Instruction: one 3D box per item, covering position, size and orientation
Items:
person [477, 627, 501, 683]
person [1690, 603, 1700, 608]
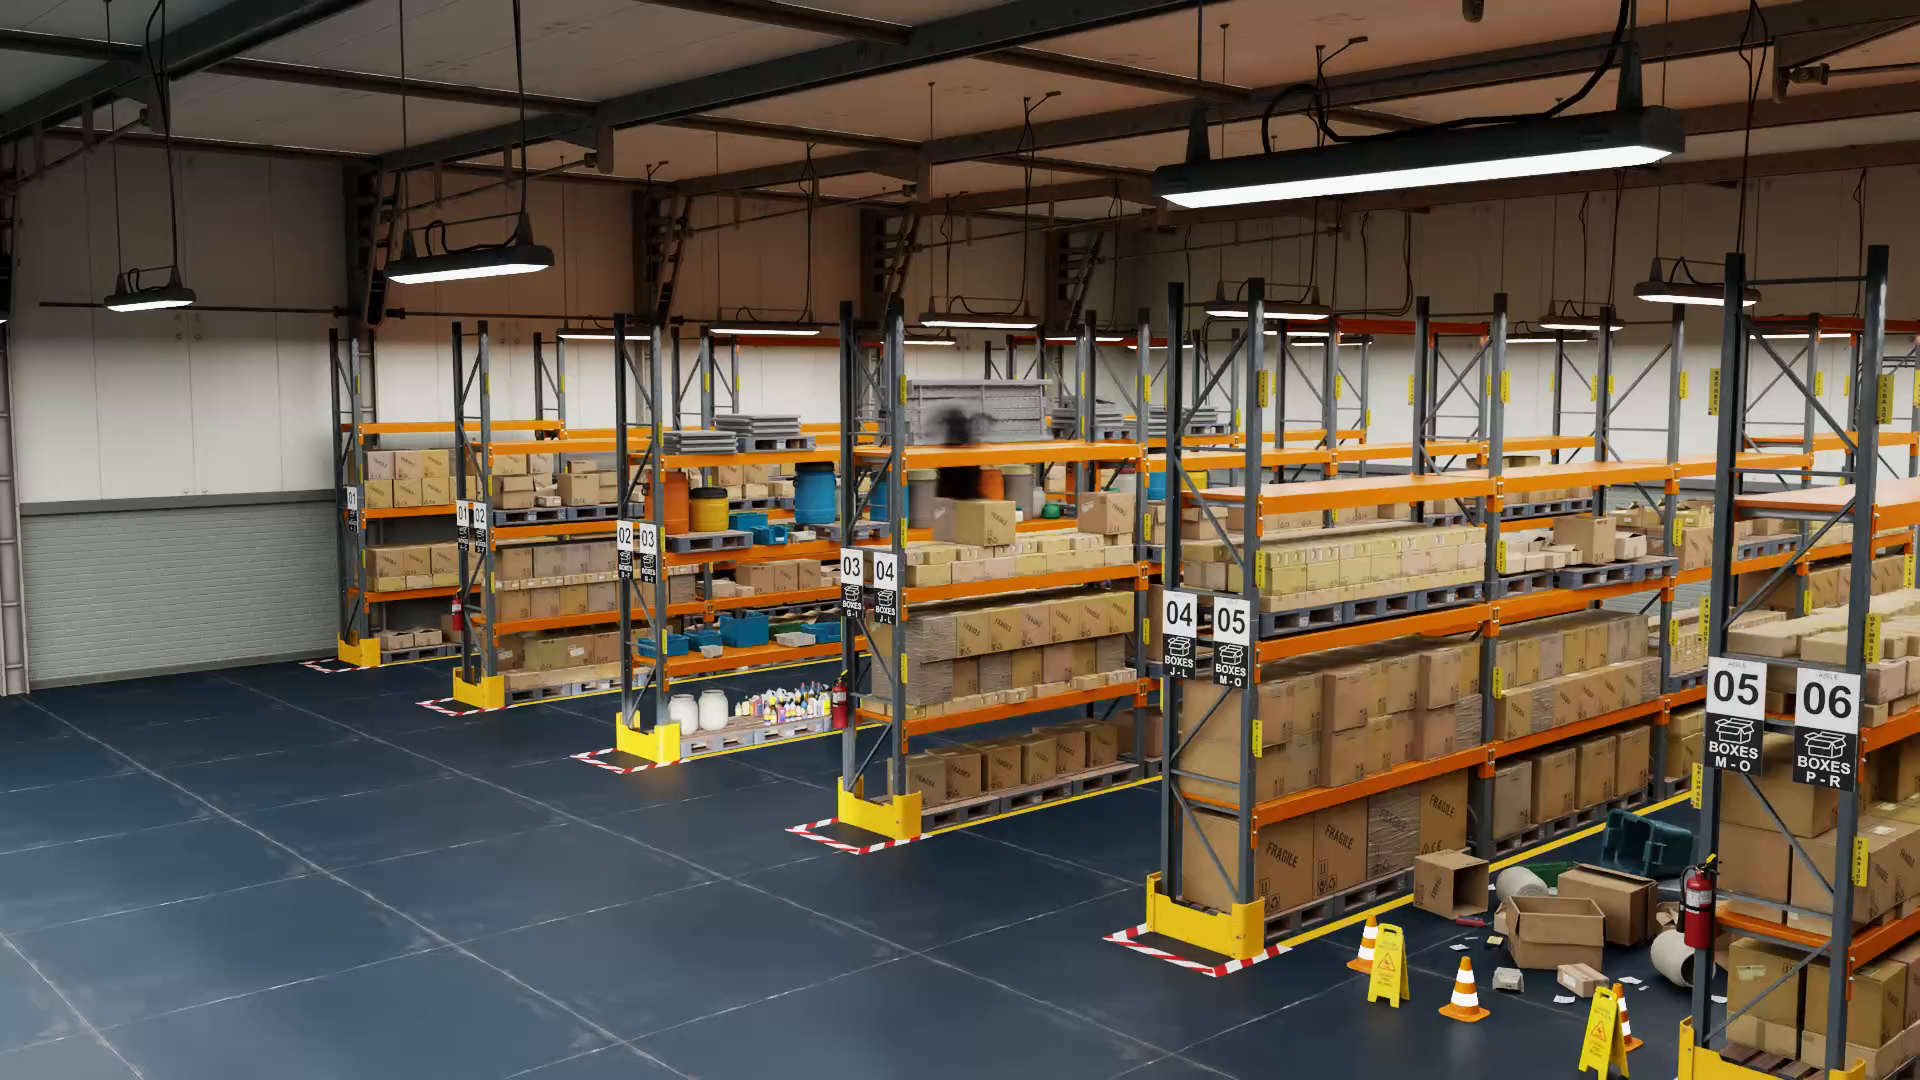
[{"bbox_3d":[-7.832,1.613,28.105,0.539,1.568,0.831,5,7,40],"label":"person"},{"bbox_3d":[11.383,1.807,25.747,0.725,1.682,0.591,-4,7,-36],"label":"person"}]
